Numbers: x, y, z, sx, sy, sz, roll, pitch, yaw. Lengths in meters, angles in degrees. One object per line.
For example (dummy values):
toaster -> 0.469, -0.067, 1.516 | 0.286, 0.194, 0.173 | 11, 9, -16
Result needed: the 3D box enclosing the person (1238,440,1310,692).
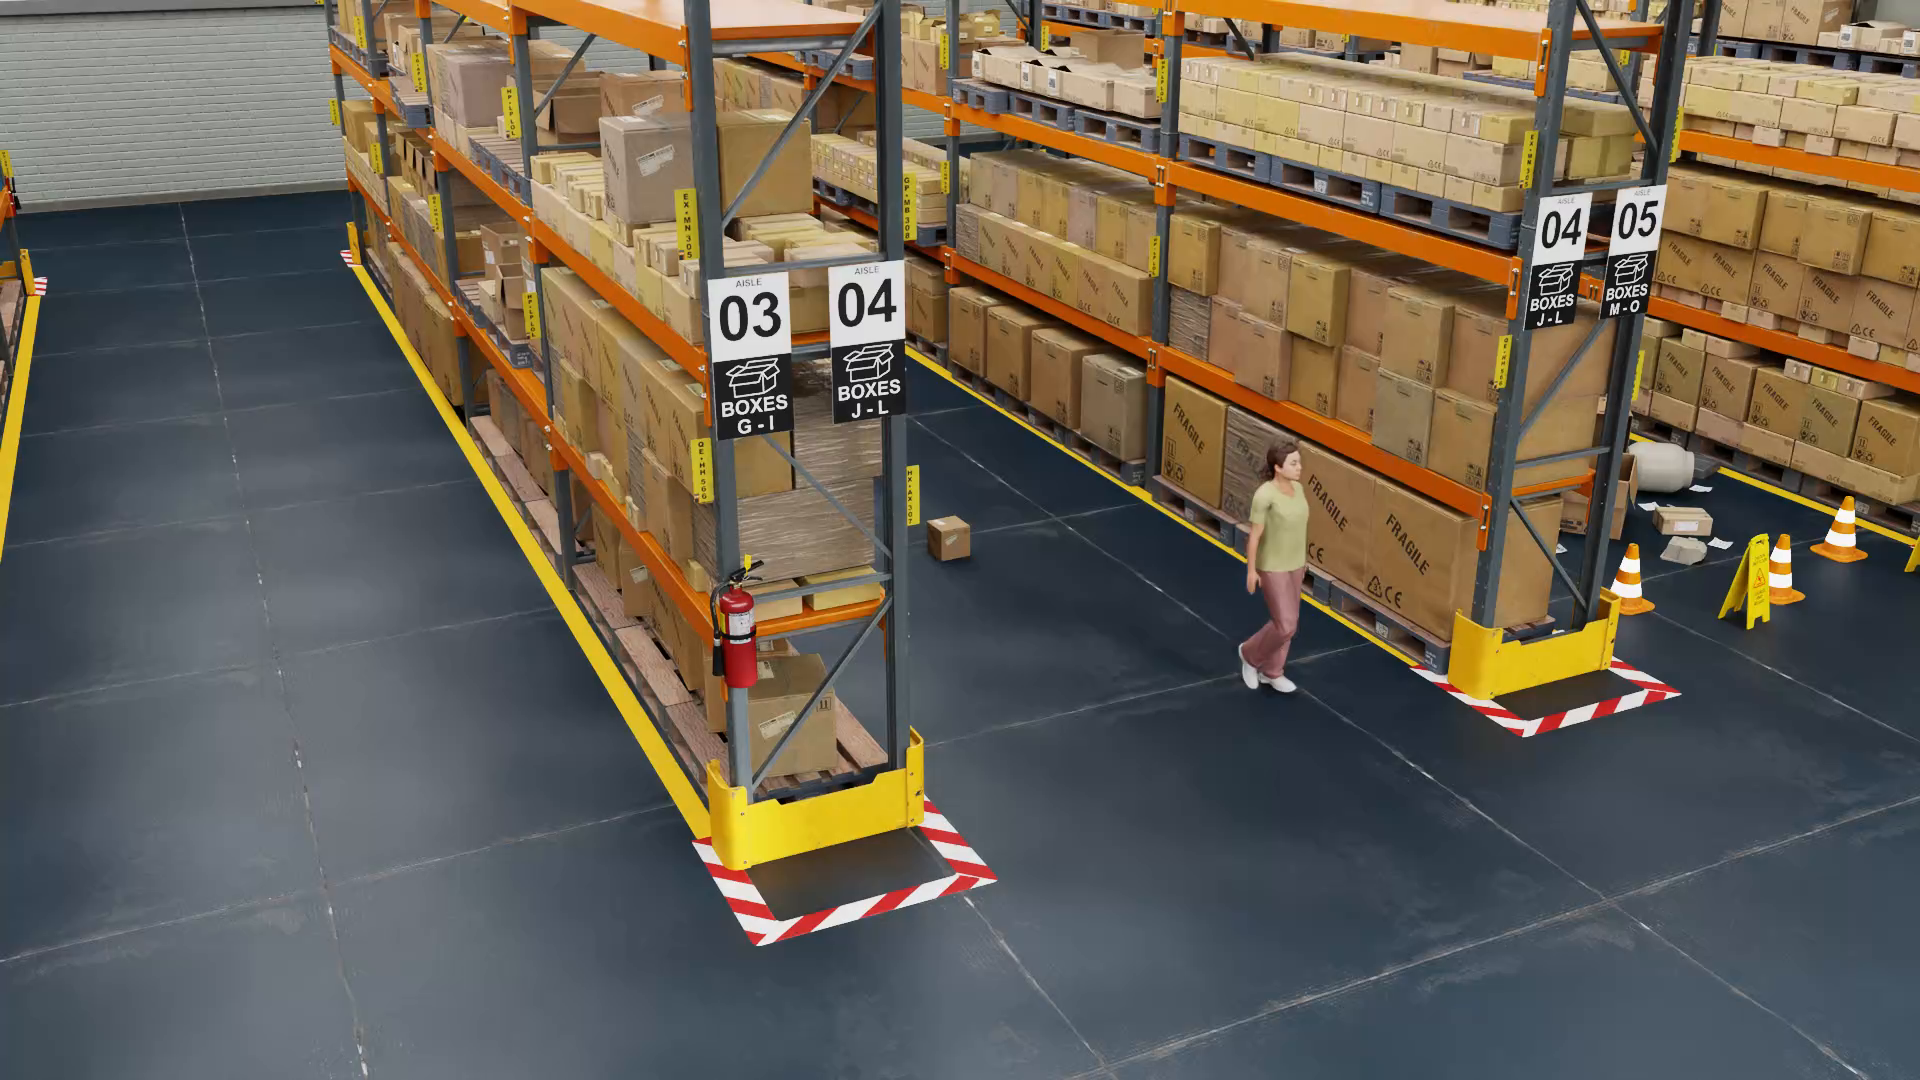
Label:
person -> 2.033, 0.183, 10.482 | 0.471, 1.664, 0.456 | -19, 29, -38
